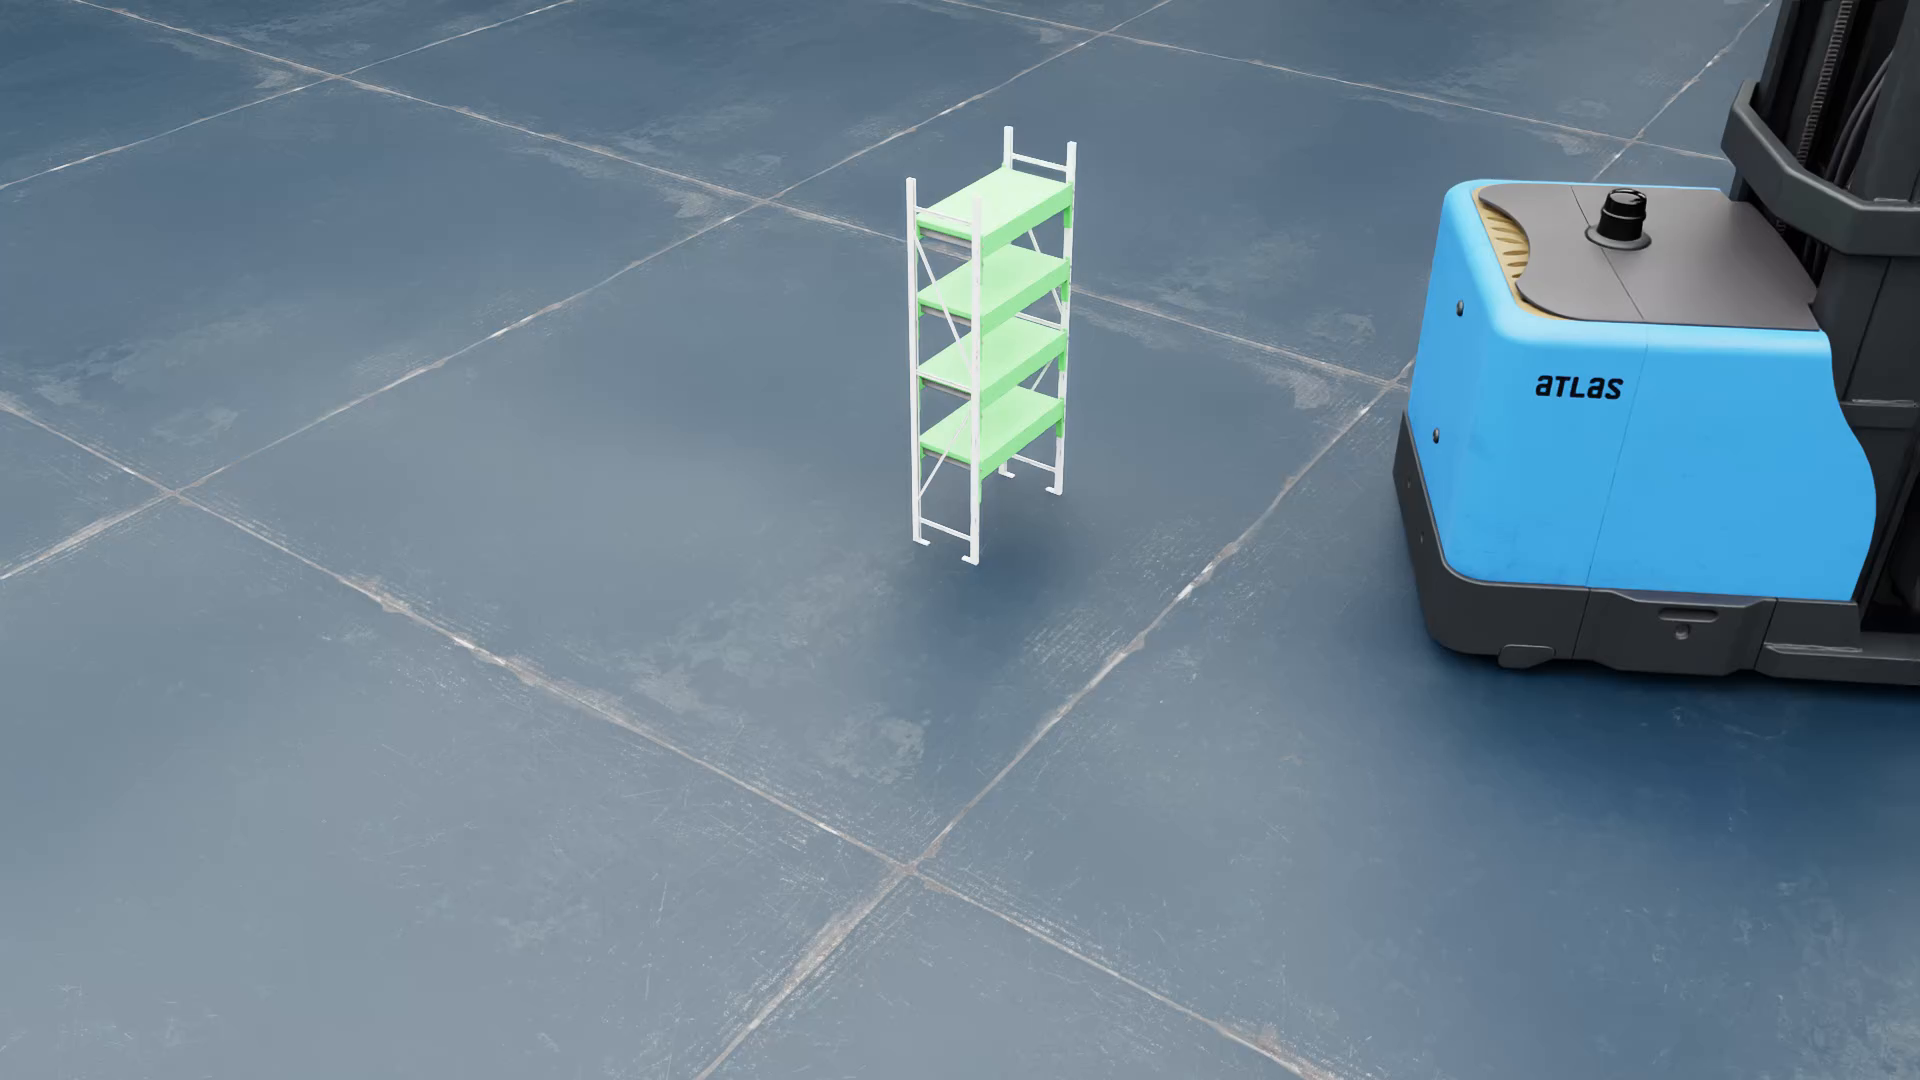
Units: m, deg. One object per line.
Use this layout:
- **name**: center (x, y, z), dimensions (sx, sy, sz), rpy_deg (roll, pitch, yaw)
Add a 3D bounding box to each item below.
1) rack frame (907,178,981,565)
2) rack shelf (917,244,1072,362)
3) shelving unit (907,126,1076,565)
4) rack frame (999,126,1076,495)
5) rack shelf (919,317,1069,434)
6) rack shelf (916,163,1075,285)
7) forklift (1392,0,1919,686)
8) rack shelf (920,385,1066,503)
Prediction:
- **rack frame**: center (-0.045, -0.461, 4.860), dimensions (0.240, 1.200, 0.015), rpy_deg (21, 39, 28)
- **rack shelf**: center (0.094, -0.719, 4.928), dimensions (0.258, 0.148, 0.480), rpy_deg (21, 39, 28)
- **shelving unit**: center (0.094, -0.573, 5.027), dimensions (0.258, 1.200, 0.503), rpy_deg (21, 39, 28)
- **rack frame**: center (0.234, -0.685, 5.193), dimensions (0.240, 1.200, 0.015), rpy_deg (21, 39, 28)
- **rack shelf**: center (0.094, -0.520, 5.062), dimensions (0.258, 0.148, 0.480), rpy_deg (21, 39, 28)
- **rack shelf**: center (0.094, -0.918, 4.793), dimensions (0.258, 0.148, 0.480), rpy_deg (21, 39, 28)
- **forklift**: center (2.883, -1.053, 4.191), dimensions (3.031, 2.935, 1.130), rpy_deg (3, 34, 5)
- **rack shelf**: center (0.094, -0.321, 5.197), dimensions (0.258, 0.148, 0.480), rpy_deg (21, 39, 28)
